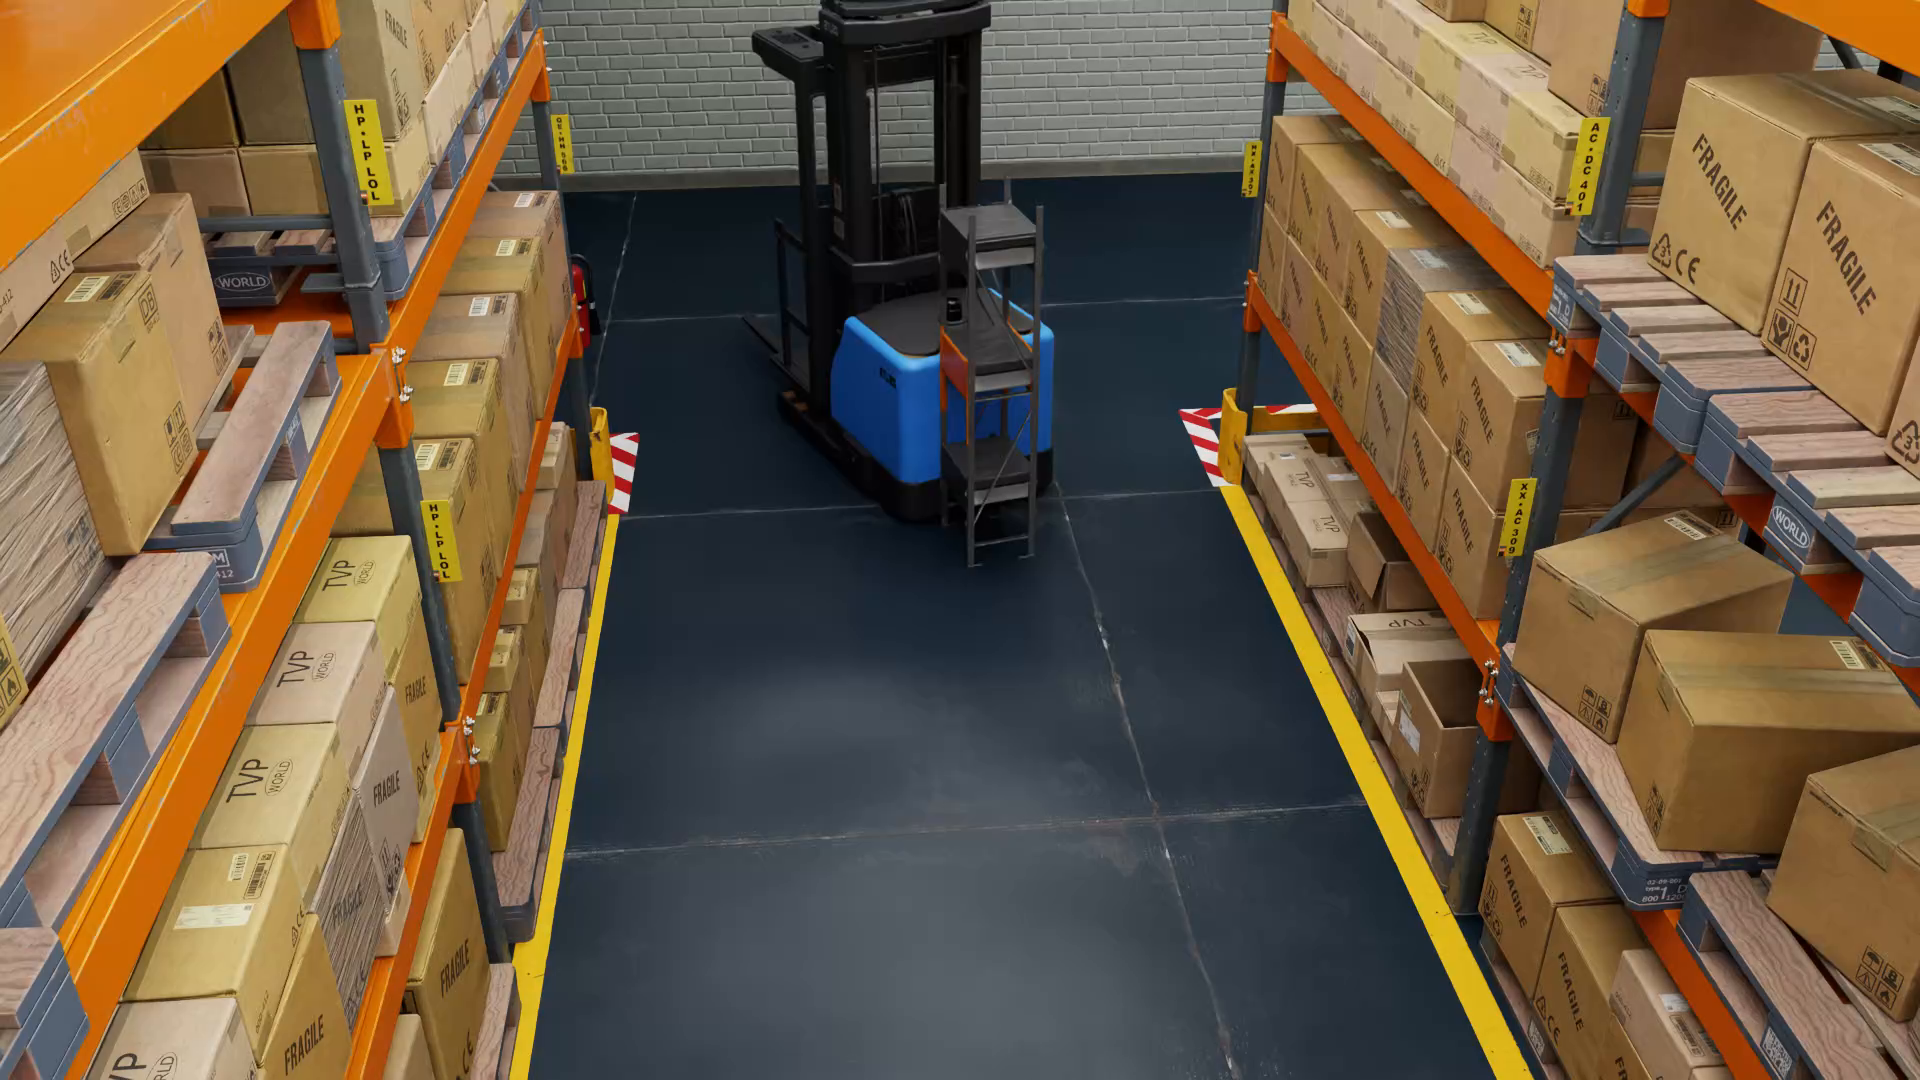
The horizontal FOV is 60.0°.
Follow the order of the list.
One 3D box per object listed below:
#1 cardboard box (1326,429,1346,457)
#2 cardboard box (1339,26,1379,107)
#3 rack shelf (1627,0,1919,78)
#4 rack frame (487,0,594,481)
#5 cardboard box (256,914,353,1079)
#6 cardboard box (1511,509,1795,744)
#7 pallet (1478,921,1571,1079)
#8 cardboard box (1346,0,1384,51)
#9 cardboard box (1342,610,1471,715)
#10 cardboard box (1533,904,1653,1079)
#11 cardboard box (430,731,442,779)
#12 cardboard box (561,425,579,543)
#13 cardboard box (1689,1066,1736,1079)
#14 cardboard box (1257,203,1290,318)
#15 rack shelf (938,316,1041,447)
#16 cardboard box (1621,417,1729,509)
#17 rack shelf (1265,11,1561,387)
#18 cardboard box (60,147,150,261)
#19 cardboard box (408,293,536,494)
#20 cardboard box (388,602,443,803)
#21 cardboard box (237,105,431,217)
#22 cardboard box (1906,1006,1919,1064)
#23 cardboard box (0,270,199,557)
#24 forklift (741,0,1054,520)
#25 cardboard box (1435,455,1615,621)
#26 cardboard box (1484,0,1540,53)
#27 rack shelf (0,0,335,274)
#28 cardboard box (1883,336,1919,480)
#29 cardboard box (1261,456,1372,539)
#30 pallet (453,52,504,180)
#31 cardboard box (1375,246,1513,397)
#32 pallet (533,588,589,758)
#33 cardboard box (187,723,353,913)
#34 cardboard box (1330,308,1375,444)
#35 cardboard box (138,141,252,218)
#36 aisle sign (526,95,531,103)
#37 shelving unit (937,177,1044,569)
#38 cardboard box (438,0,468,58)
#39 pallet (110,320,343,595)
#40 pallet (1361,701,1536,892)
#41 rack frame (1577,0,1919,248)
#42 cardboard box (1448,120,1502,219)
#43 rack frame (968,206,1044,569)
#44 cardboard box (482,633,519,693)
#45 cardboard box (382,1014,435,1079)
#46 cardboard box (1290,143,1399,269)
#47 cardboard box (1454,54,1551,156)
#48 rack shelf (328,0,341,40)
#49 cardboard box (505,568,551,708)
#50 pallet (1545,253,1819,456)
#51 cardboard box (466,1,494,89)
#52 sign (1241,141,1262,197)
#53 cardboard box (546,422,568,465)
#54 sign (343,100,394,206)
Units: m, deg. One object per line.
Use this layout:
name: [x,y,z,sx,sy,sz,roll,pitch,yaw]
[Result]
cardboard box: [2.514,-0.631,9.891,0.500,0.500,0.500,-3,31,-5]
cardboard box: [2.095,-2.219,7.762,0.500,0.250,0.500,-3,31,-5]
rack shelf: [2.779,-0.813,3.428,1.077,0.370,4.000,-3,31,-5]
rack frame: [-2.713,-1.542,9.407,1.000,3.000,0.127,-3,31,-5]
cardboard box: [-1.898,1.316,4.215,0.500,0.500,0.500,-2,31,-3]
cardboard box: [2.413,0.290,5.832,0.700,0.500,0.500,-13,33,-21]
pallet: [2.706,1.871,6.411,1.003,0.211,1.213,-3,31,-5]
cardboard box: [2.100,-2.434,7.634,0.500,0.250,0.500,-3,31,-5]
cardboard box: [2.186,0.566,8.070,0.500,0.311,0.500,-3,31,-5]
cardboard box: [2.455,1.675,6.029,0.500,0.500,0.500,-2,31,-4]
cardboard box: [-2.026,0.758,5.781,0.380,0.149,0.250,-2,31,-4]
cardboard box: [-2.548,-0.297,9.350,0.700,0.500,0.500,-3,31,-5]
cardboard box: [2.535,1.848,5.008,0.500,0.250,0.500,-3,31,-6]
cardboard box: [1.997,-1.585,9.381,0.500,0.500,0.500,-2,31,-4]
rack shelf: [0.159,-0.882,9.205,0.431,0.518,0.480,-10,32,-16]
cardboard box: [2.828,-0.466,6.532,0.500,0.500,0.500,-2,31,-3]
rack shelf: [2.405,-1.739,7.513,1.077,0.370,4.000,-3,31,-5]
cardboard box: [-2.388,-0.886,4.125,0.500,0.250,0.500,-1,31,-1]
cardboard box: [-2.515,-0.651,7.622,0.980,0.700,0.700,-4,31,-7]
cardboard box: [-2.046,0.544,5.507,0.500,0.500,0.500,-3,31,-5]
cardboard box: [-2.142,-1.312,5.736,0.500,0.250,0.500,-3,31,-5]
cardboard box: [2.899,1.287,4.162,0.700,0.500,0.500,3,31,5]
cardboard box: [-2.250,-0.284,3.849,0.700,0.500,0.500,-3,31,-6]
forklift: [-0.575,-2.104,10.415,1.130,2.935,3.031,-15,34,-24]
cardboard box: [2.290,-0.025,6.770,0.500,0.500,0.500,-2,31,-4]
cardboard box: [2.550,-2.263,6.615,0.700,0.500,0.500,-3,31,-5]
rack shelf: [-2.153,-0.574,3.027,1.077,0.370,4.000,-3,31,-5]
cardboard box: [2.693,-0.352,3.884,0.600,0.600,0.600,-4,31,-7]
cardboard box: [2.033,-0.244,9.485,0.500,0.250,0.500,-3,31,-5]
pallet: [-2.517,-1.789,6.982,1.003,0.211,1.213,-3,31,-5]
cardboard box: [2.189,-0.976,7.386,0.500,0.500,0.500,-3,31,-4]
pallet: [-2.450,0.681,8.404,1.003,0.211,1.213,-3,31,-5]
cardboard box: [-1.956,0.747,4.436,0.500,0.250,0.500,-2,31,-4]
cardboard box: [2.140,-0.810,8.084,0.500,0.500,0.500,-2,31,-4]
cardboard box: [-2.637,-1.285,5.690,0.500,0.250,0.500,-2,31,-4]
aisle sign: [-2.421,-2.709,8.826,0.394,0.787,0.004,-3,31,-5]
shelving unit: [0.159,-0.893,9.198,0.431,2.100,0.503,-10,32,-16]
cardboard box: [-2.233,-2.160,6.424,0.500,0.500,0.500,-3,31,-4]
pallet: [-2.205,-0.240,4.488,0.805,0.209,1.217,-4,31,-7]
pallet: [2.529,1.107,7.691,1.003,0.211,1.213,-3,31,-5]
rack frame: [2.592,-2.315,4.850,1.000,3.000,0.127,-3,31,-5]
cardboard box: [2.246,-1.454,6.480,0.500,0.250,0.500,-3,31,-5]
rack frame: [0.236,-0.774,8.999,0.400,2.100,0.015,-10,32,-16]
cardboard box: [-2.158,0.544,7.310,0.380,0.149,0.250,-2,31,-3]
cardboard box: [-2.064,2.022,5.127,0.750,0.750,0.750,-2,31,-3]
cardboard box: [2.054,-1.748,8.679,0.500,0.500,0.500,-2,31,-4]
cardboard box: [2.233,-1.668,6.351,0.500,0.250,0.500,-3,31,-5]
rack shelf: [-2.527,-2.616,6.446,1.077,0.370,4.000,-3,31,-5]
cardboard box: [-2.397,0.487,8.037,0.700,0.500,0.500,-2,31,-3]
pallet: [2.583,-0.610,5.104,1.213,0.211,1.003,-3,31,-5]
cardboard box: [-2.278,-2.097,7.049,0.500,0.250,0.500,-4,31,-6]
sign: [1.678,-2.127,9.542,0.100,0.325,0.005,-3,31,-5]
cardboard box: [-2.355,-0.519,9.088,0.380,0.149,0.250,-3,31,-5]
sign: [-1.800,-1.176,5.057,0.100,0.325,0.005,-3,31,-5]
